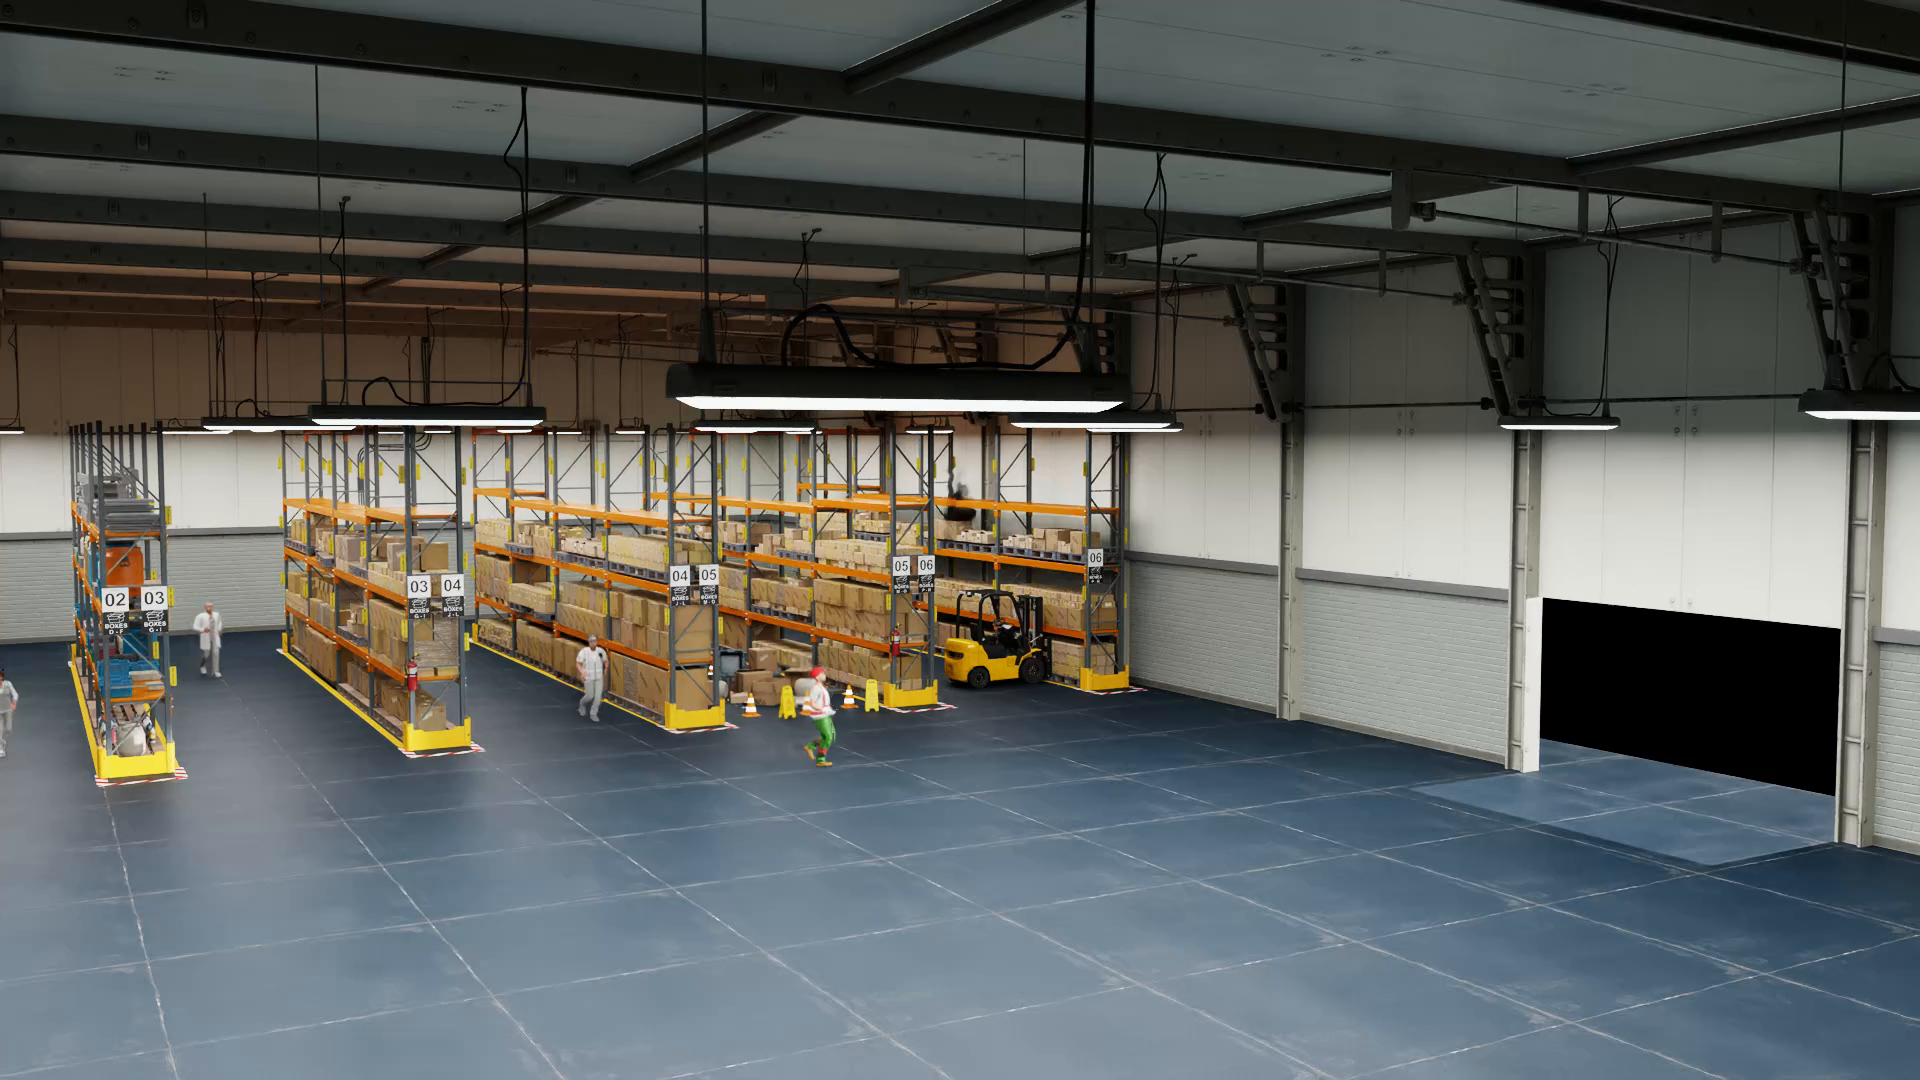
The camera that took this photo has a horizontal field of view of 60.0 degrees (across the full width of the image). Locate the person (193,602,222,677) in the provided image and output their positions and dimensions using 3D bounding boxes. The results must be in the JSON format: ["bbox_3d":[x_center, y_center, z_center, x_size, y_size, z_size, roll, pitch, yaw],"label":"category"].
[{"bbox_3d":[-17.888,2.358,39.638,0.715,1.756,1.000,-3,5,-44],"label":"person"}]

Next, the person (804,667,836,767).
[{"bbox_3d":[-2.426,3.066,28.879,0.615,1.738,0.652,0,4,7],"label":"person"}]

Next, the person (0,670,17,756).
[{"bbox_3d":[-17.242,3.103,29.908,0.545,1.564,0.490,-3,4,-37],"label":"person"}]

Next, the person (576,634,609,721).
[{"bbox_3d":[-7.426,2.775,33.709,0.653,1.758,0.637,-2,4,-28],"label":"person"}]
